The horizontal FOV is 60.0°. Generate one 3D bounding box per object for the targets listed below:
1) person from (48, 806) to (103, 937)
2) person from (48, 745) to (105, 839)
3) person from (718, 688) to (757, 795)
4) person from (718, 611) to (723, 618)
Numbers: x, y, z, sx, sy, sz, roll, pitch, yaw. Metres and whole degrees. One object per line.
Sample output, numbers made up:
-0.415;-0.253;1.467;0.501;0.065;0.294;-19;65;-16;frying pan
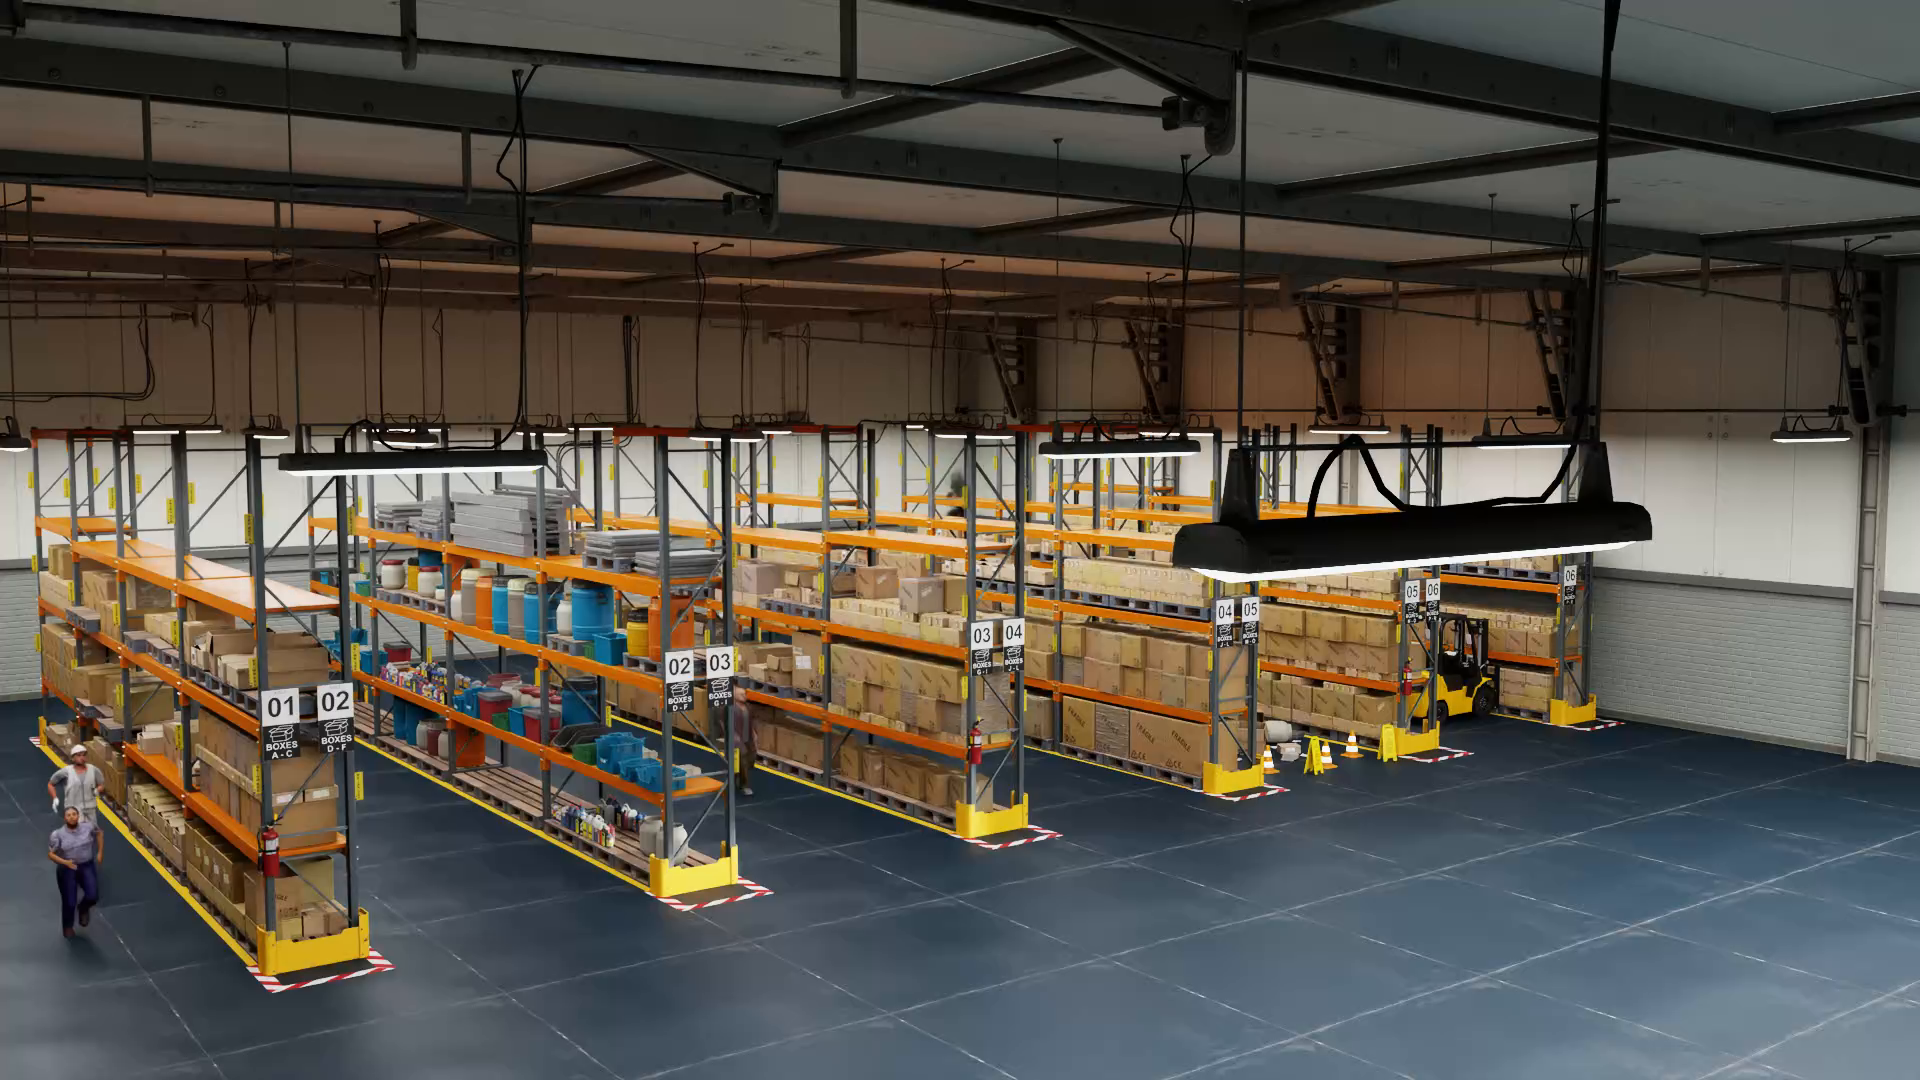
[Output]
-10.561;3.969;19.914;0.628;1.606;0.704;-3;6;-37;person
-11.900;3.668;22.519;0.701;1.785;0.641;4;6;41;person
-3.650;3.304;27.433;0.723;1.745;0.734;-4;6;-42;person
-5.830;2.295;40.994;0.607;1.635;0.856;4;6;44;person
